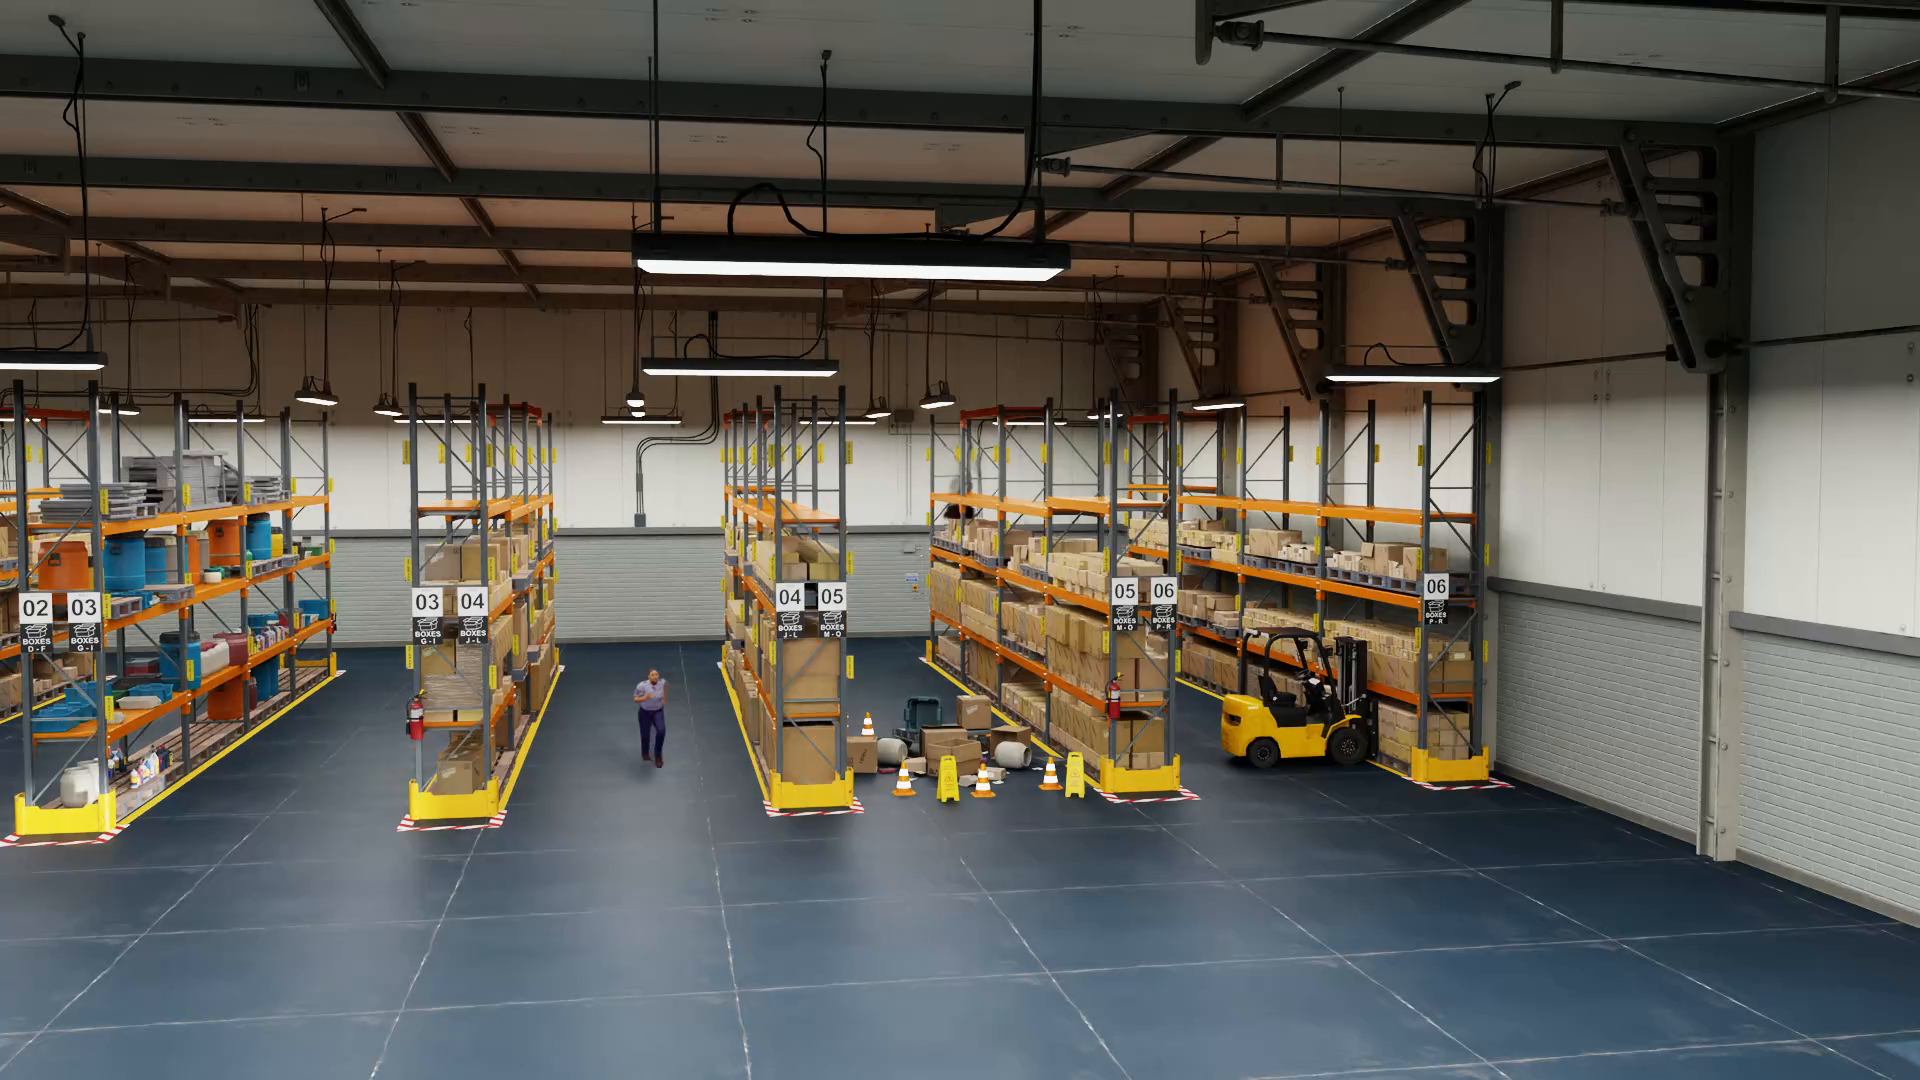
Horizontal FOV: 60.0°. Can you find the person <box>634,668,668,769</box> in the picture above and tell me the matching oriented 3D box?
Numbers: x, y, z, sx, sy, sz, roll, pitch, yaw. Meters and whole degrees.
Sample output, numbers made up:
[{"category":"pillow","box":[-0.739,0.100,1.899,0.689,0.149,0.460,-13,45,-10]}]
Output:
[{"category":"person","box":[-4.972,2.812,26.774,0.593,1.568,0.893,-1,3,-19]}]
